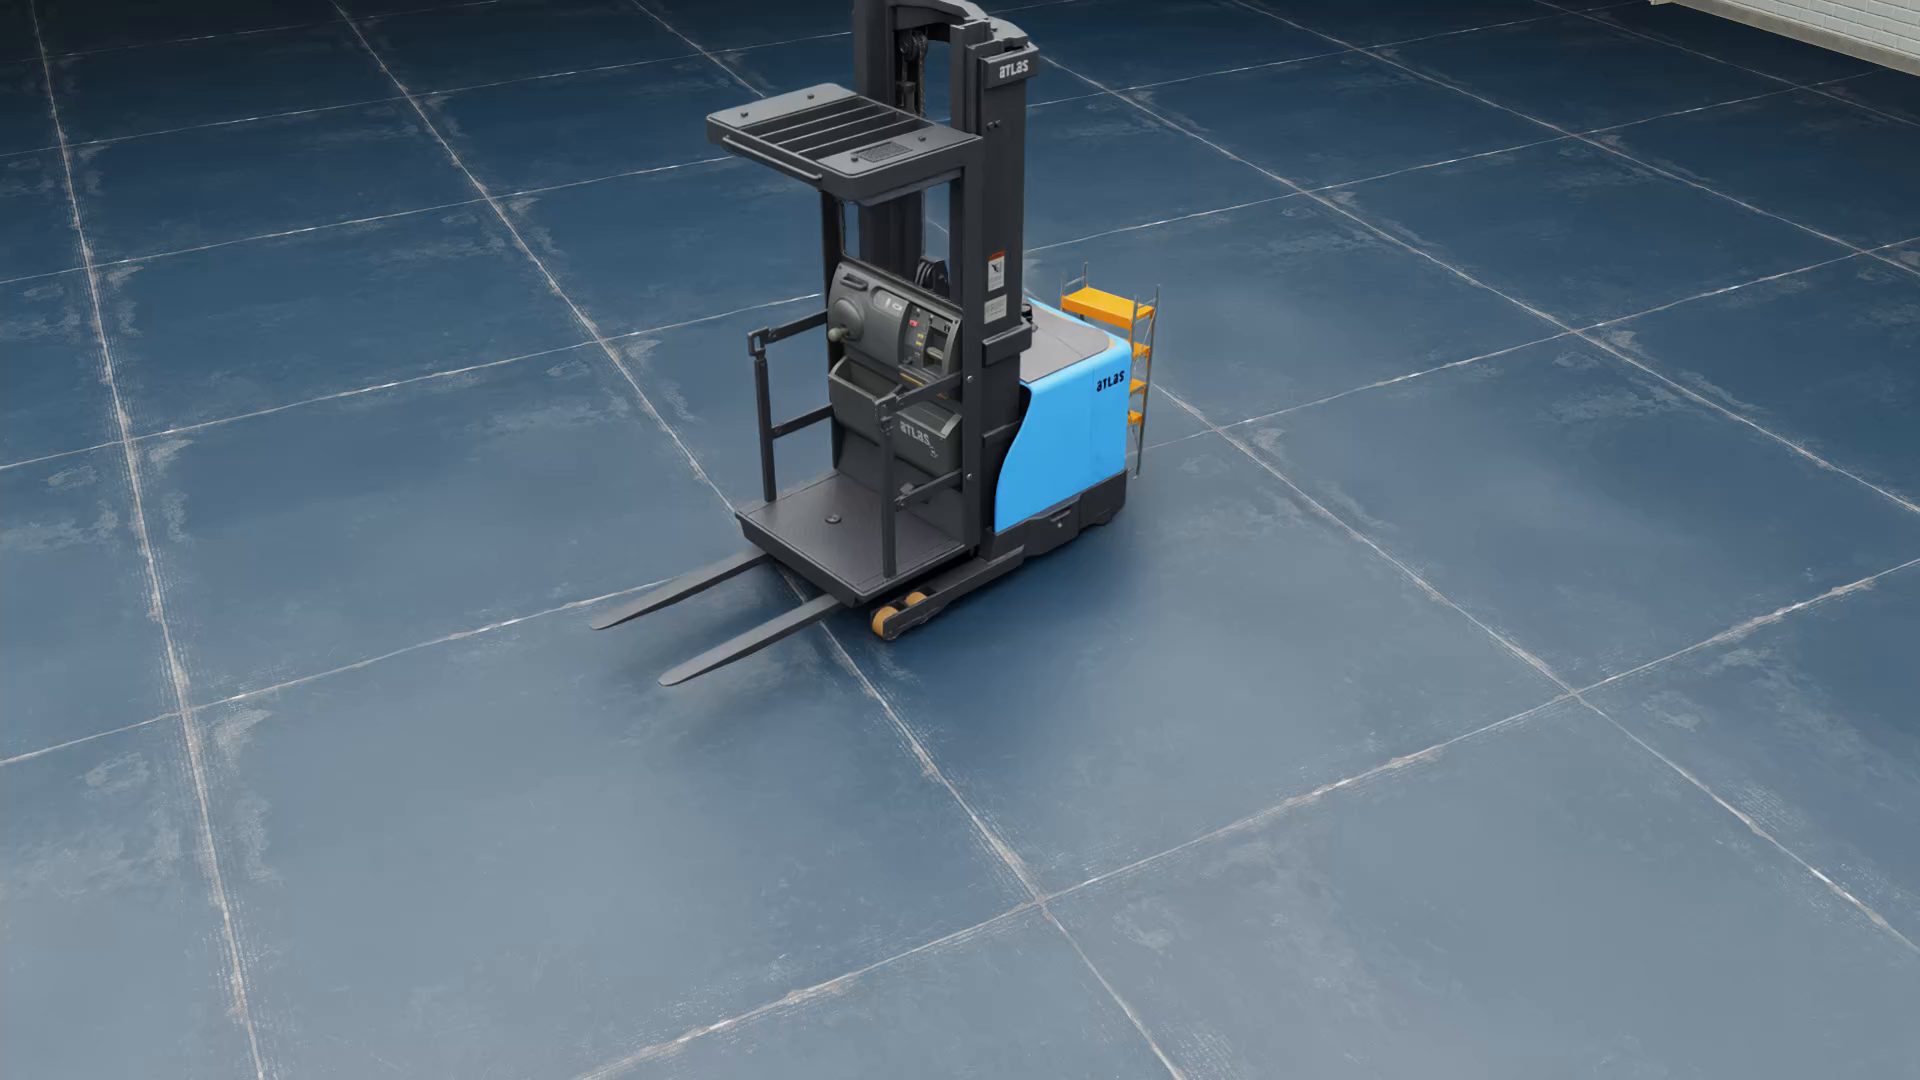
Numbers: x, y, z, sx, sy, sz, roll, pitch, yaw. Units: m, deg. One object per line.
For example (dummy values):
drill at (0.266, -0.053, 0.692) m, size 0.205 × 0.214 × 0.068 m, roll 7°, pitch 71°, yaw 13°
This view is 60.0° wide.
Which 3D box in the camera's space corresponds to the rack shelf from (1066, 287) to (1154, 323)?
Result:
rack shelf at (0.837, -1.314, 9.374) m, size 0.457 × 0.050 × 0.221 m, roll 23°, pitch 35°, yaw 32°

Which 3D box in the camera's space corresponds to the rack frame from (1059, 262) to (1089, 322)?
rack frame at (0.628, -1.021, 9.715) m, size 0.015 × 1.200 × 0.240 m, roll 23°, pitch 35°, yaw 32°

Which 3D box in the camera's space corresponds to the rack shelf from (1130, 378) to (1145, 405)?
rack shelf at (0.815, -0.880, 9.620) m, size 0.480 × 0.148 × 0.258 m, roll 23°, pitch 35°, yaw 32°

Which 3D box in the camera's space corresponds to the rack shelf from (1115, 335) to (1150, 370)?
rack shelf at (0.825, -1.075, 9.510) m, size 0.480 × 0.148 × 0.258 m, roll 23°, pitch 35°, yaw 32°

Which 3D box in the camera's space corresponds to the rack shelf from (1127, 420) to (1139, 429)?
rack shelf at (0.807, -0.732, 9.703) m, size 0.442 × 0.029 × 0.199 m, roll 23°, pitch 35°, yaw 32°

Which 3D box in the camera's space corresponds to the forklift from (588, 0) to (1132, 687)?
forklift at (-0.489, -1.046, 8.165) m, size 3.031 × 2.935 × 1.130 m, roll -26°, pitch 41°, yaw -35°

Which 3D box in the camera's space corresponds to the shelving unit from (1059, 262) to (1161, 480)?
shelving unit at (0.818, -0.939, 9.587) m, size 0.503 × 1.200 × 0.258 m, roll 23°, pitch 35°, yaw 32°

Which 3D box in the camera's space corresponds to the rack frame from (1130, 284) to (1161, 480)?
rack frame at (1.008, -0.856, 9.458) m, size 0.015 × 1.200 × 0.240 m, roll 23°, pitch 35°, yaw 32°
